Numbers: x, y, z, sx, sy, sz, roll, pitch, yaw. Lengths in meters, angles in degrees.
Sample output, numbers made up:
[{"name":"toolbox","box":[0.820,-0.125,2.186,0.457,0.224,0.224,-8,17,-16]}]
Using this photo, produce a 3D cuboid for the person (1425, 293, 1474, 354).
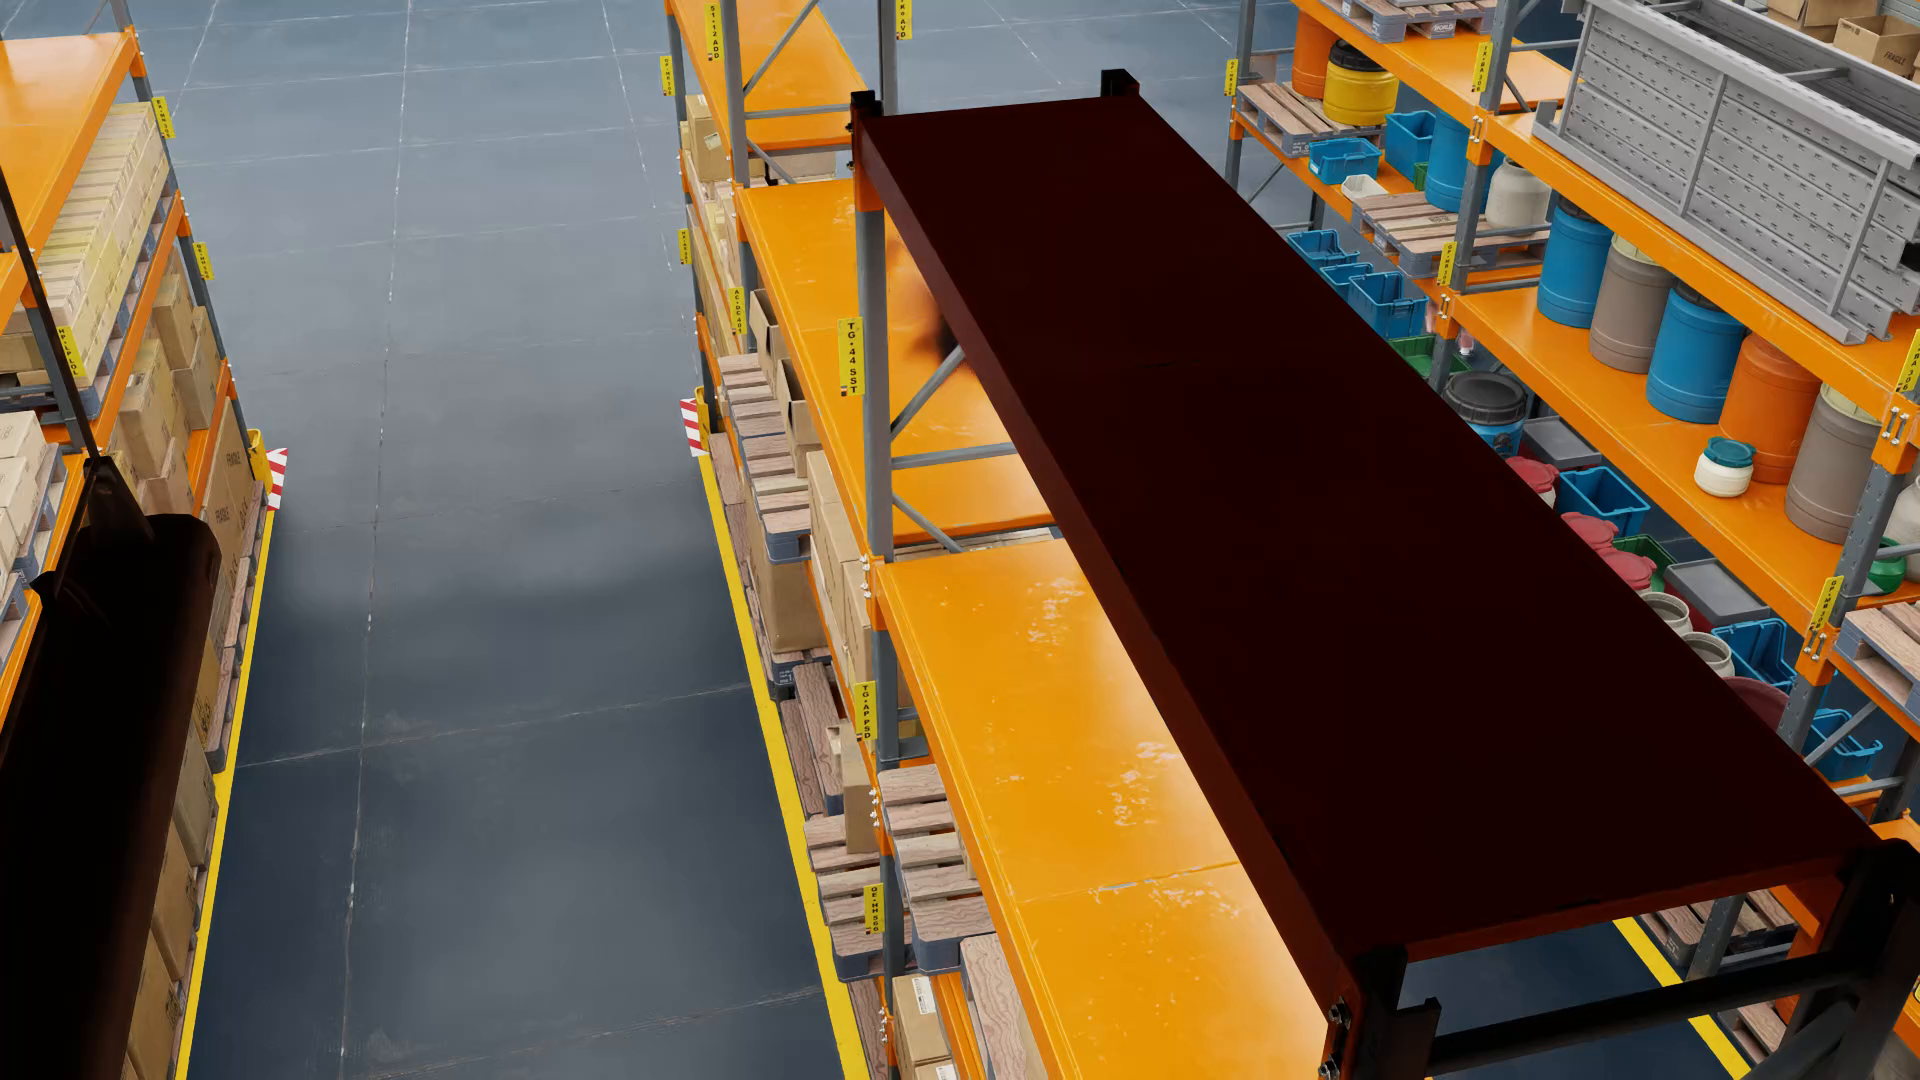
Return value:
[{"name":"person","box":[4.930,-2.638,16.512,0.661,1.656,0.447,-9,35,-13]}]
